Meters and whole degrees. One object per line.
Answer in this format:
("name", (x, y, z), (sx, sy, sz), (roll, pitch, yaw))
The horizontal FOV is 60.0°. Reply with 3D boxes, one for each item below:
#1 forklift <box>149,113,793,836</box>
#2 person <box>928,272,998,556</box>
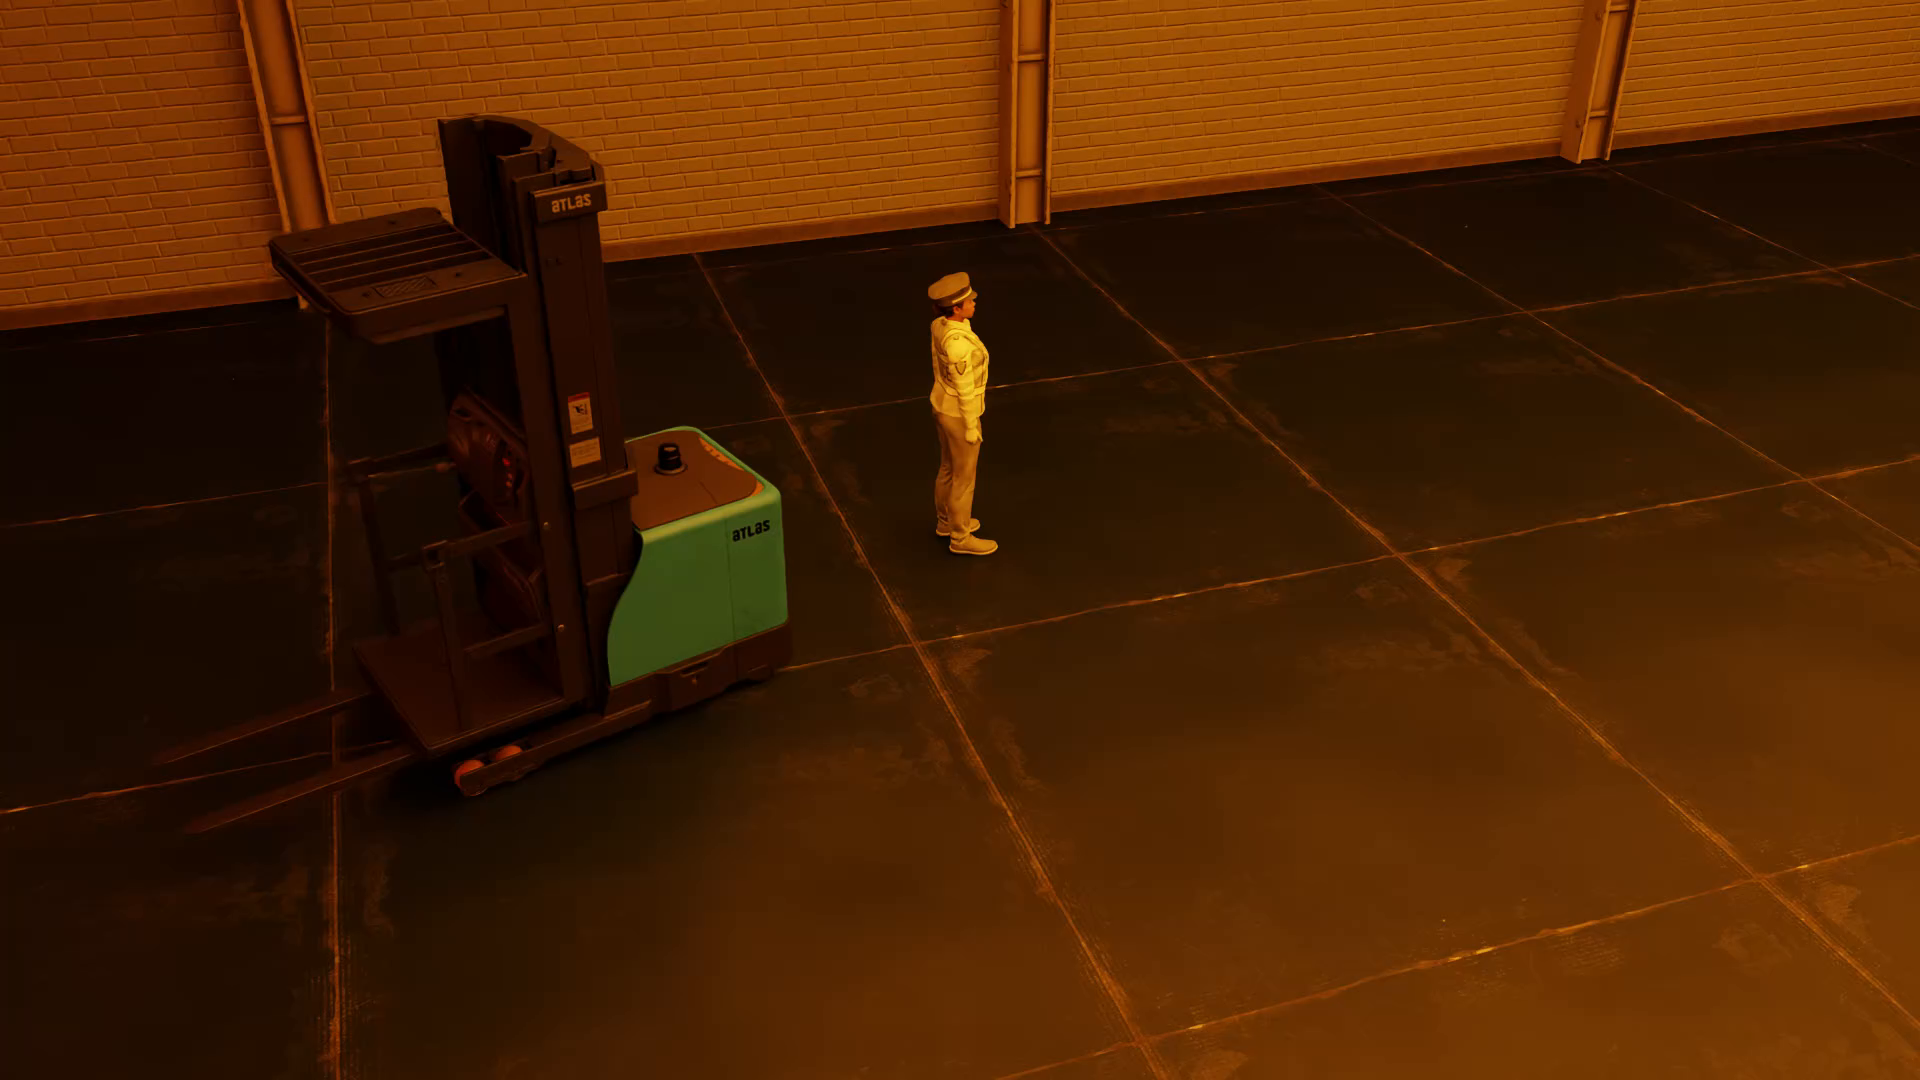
("forklift", (-2.377, -0.353, 7.701), (3.031, 2.935, 1.130), (-20, 35, -30))
("person", (-0.002, -0.734, 9.610), (0.354, 1.694, 0.461), (-10, 31, -16))
